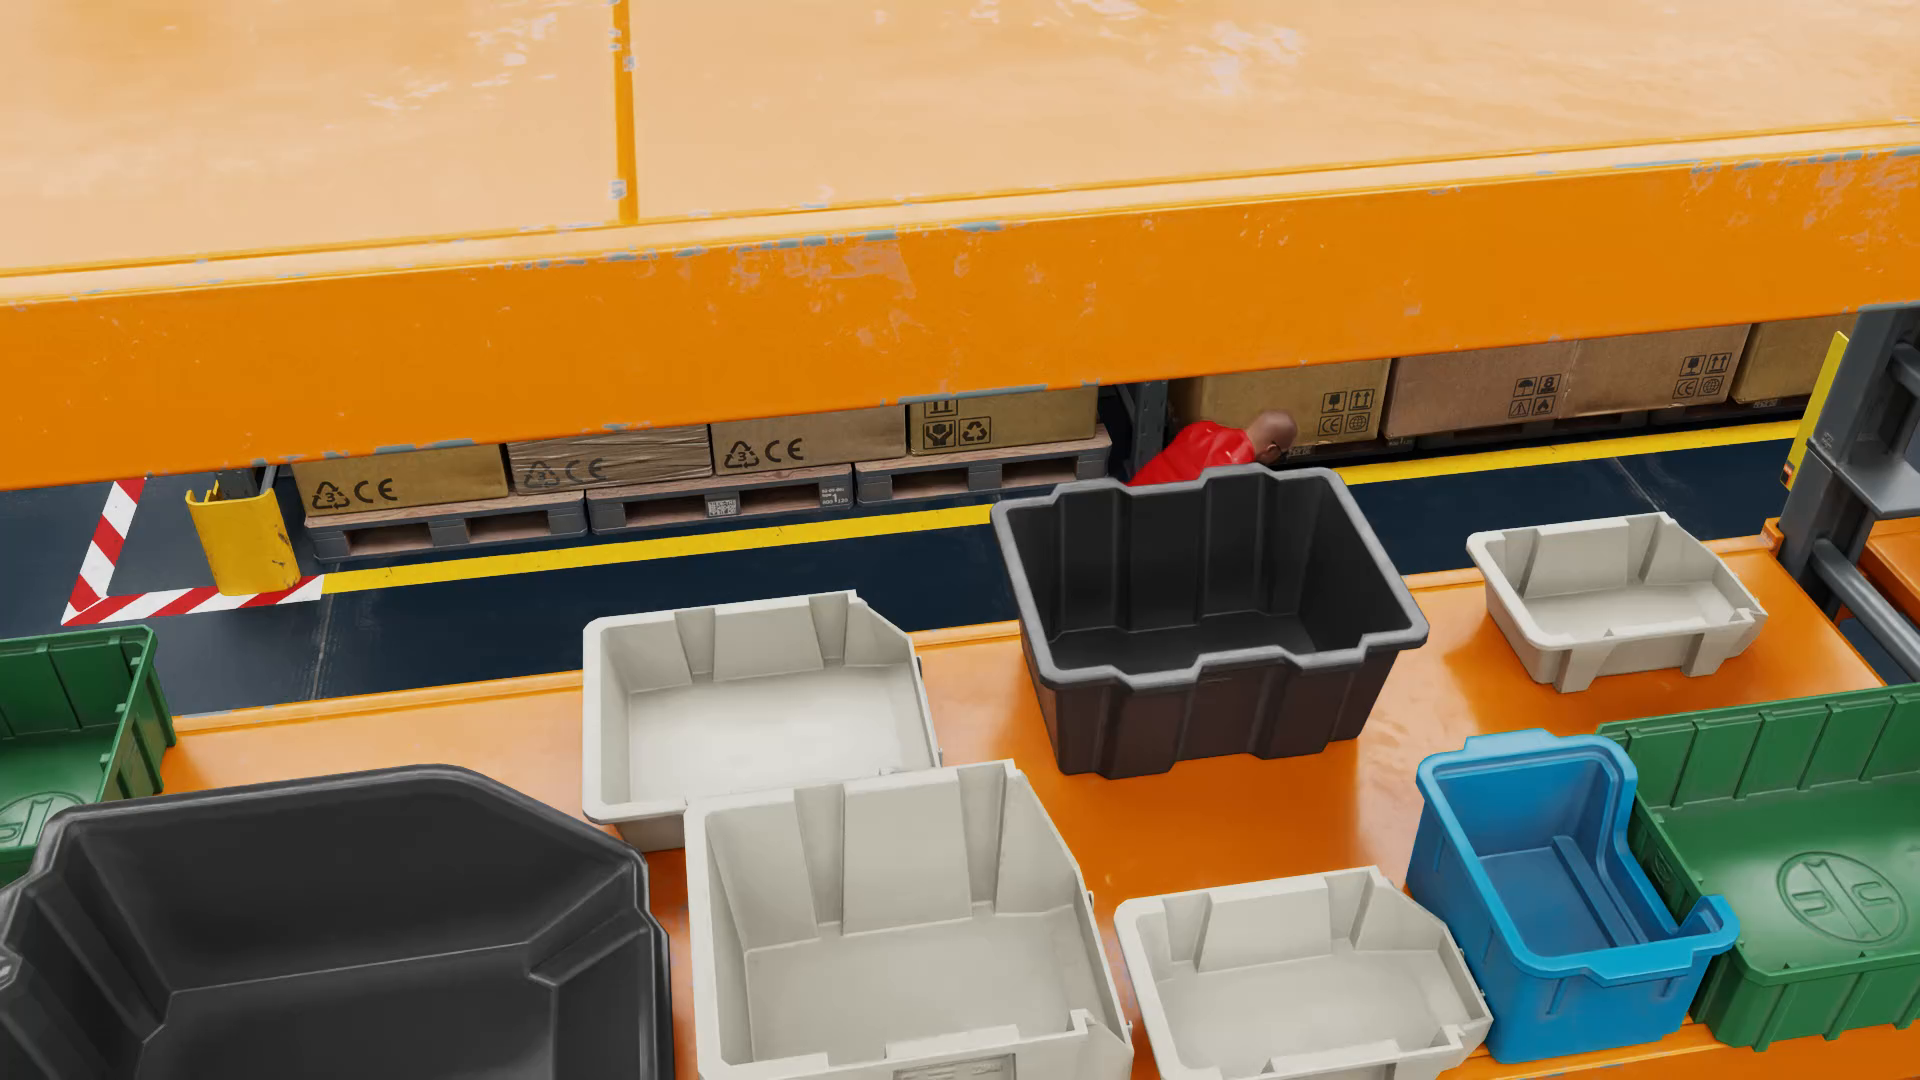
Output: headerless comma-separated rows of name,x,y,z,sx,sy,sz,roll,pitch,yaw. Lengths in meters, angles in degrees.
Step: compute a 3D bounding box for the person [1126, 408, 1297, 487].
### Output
person,0.908,-0.009,6.676,0.830,1.114,0.576,-6,39,-8
